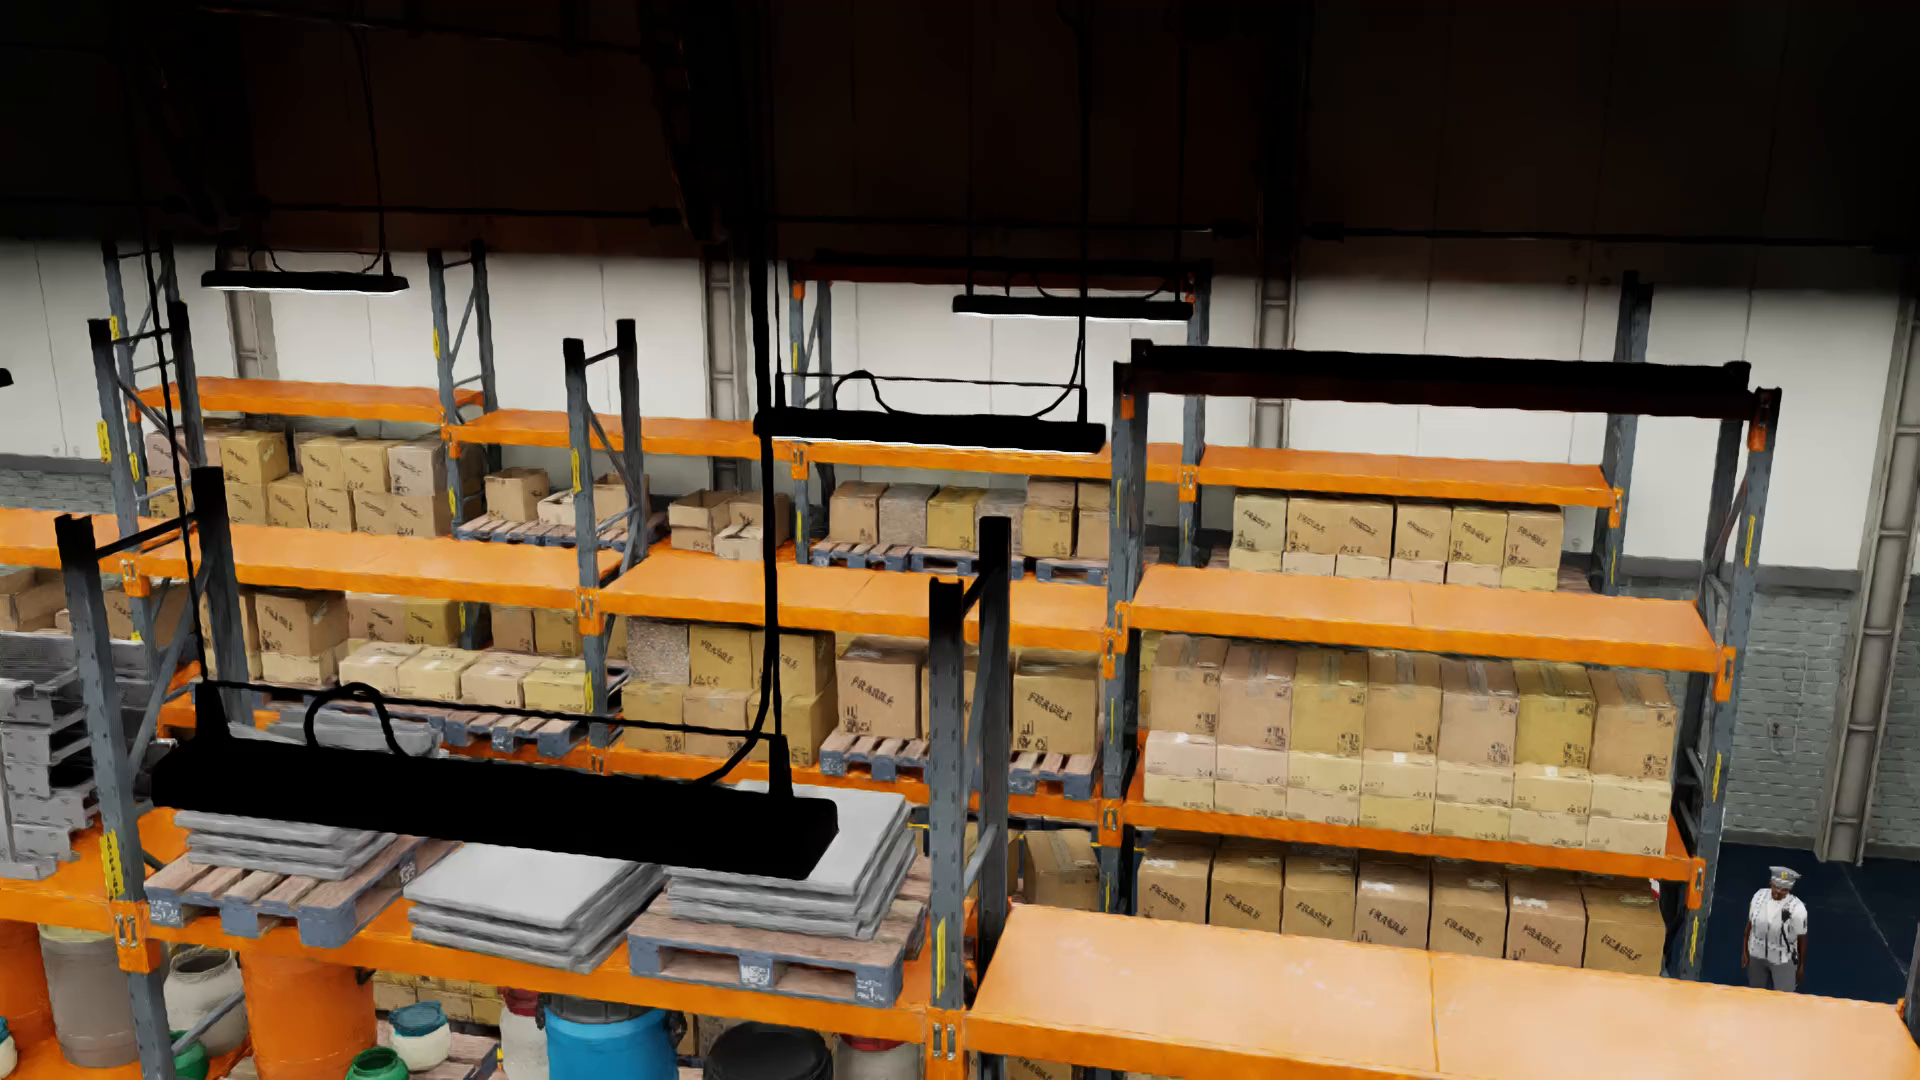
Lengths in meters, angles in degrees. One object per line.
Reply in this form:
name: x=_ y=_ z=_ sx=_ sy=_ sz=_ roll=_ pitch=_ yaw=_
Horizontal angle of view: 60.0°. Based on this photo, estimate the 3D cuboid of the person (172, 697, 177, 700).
person: x=-7.981 y=2.364 z=17.529 sx=0.774 sy=1.530 sz=0.569 roll=-1 pitch=16 yaw=-5

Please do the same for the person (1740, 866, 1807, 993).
person: x=6.691 y=3.437 z=13.614 sx=0.557 sy=1.668 sz=0.697 roll=-13 pitch=21 yaw=-38
